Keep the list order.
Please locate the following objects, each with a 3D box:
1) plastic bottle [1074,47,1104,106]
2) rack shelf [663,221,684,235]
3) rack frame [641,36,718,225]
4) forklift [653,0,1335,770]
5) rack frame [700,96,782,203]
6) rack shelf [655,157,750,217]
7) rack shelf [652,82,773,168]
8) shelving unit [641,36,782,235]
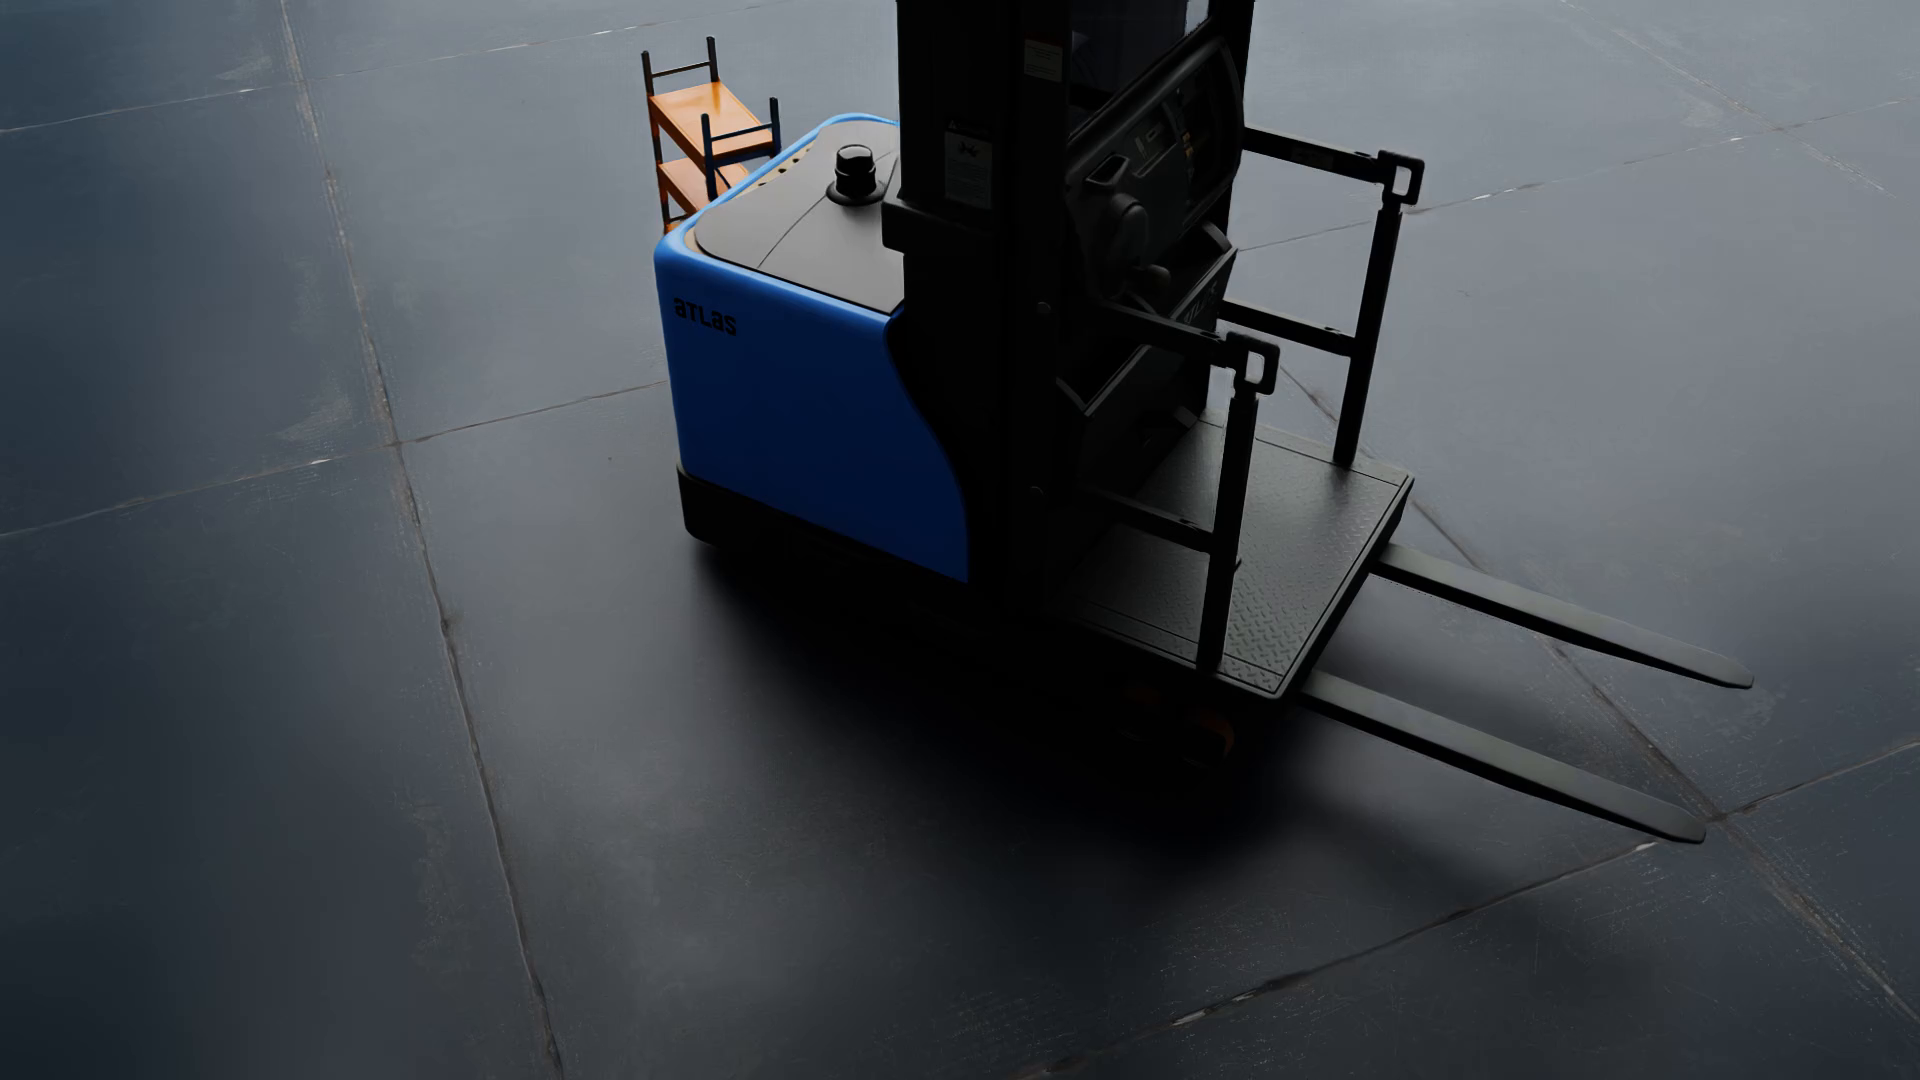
[{"bbox_3d":[-5.117,-12.946,18.643,4.536,1.202,38.913,-15,43,-17],"label":"plastic bottle"},{"bbox_3d":[-5.536,-9.584,14.549,4.000,1.490,27.018,-20,44,-21],"label":"rack shelf"},{"bbox_3d":[-0.886,-1.101,5.610,0.240,1.200,0.015,-20,44,-21],"label":"rack frame"},{"bbox_3d":[0.198,-1.046,4.267,1.939,2.867,1.129,21,45,23],"label":"forklift"},{"bbox_3d":[-0.650,-0.822,5.286,0.240,1.200,0.015,-20,44,-21],"label":"rack frame"},{"bbox_3d":[-0.768,-1.080,5.346,0.258,0.148,0.480,-20,44,-21],"label":"rack shelf"},{"bbox_3d":[-0.768,-1.289,5.166,0.221,0.050,0.457,-20,44,-21],"label":"rack shelf"},{"bbox_3d":[-5.533,-9.407,14.695,4.000,1.949,27.029,-20,44,-21],"label":"shelving unit"}]
